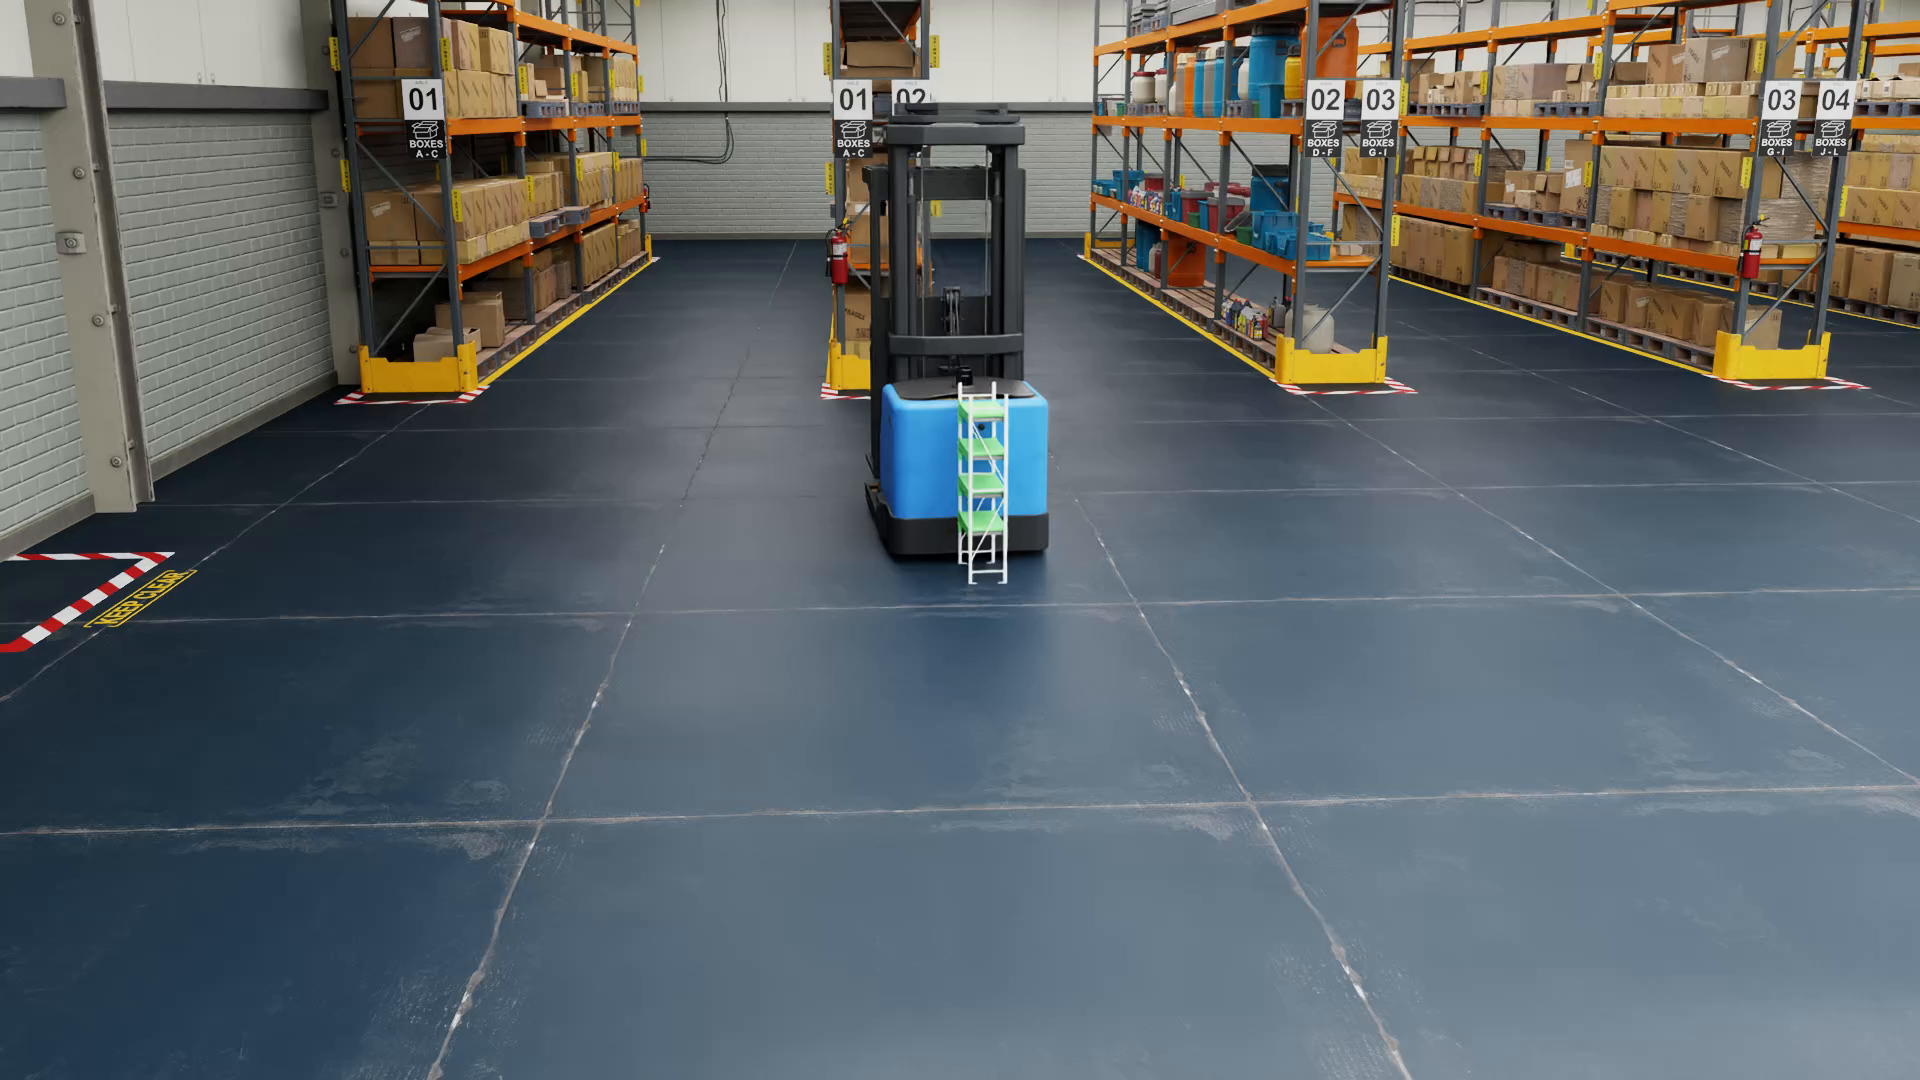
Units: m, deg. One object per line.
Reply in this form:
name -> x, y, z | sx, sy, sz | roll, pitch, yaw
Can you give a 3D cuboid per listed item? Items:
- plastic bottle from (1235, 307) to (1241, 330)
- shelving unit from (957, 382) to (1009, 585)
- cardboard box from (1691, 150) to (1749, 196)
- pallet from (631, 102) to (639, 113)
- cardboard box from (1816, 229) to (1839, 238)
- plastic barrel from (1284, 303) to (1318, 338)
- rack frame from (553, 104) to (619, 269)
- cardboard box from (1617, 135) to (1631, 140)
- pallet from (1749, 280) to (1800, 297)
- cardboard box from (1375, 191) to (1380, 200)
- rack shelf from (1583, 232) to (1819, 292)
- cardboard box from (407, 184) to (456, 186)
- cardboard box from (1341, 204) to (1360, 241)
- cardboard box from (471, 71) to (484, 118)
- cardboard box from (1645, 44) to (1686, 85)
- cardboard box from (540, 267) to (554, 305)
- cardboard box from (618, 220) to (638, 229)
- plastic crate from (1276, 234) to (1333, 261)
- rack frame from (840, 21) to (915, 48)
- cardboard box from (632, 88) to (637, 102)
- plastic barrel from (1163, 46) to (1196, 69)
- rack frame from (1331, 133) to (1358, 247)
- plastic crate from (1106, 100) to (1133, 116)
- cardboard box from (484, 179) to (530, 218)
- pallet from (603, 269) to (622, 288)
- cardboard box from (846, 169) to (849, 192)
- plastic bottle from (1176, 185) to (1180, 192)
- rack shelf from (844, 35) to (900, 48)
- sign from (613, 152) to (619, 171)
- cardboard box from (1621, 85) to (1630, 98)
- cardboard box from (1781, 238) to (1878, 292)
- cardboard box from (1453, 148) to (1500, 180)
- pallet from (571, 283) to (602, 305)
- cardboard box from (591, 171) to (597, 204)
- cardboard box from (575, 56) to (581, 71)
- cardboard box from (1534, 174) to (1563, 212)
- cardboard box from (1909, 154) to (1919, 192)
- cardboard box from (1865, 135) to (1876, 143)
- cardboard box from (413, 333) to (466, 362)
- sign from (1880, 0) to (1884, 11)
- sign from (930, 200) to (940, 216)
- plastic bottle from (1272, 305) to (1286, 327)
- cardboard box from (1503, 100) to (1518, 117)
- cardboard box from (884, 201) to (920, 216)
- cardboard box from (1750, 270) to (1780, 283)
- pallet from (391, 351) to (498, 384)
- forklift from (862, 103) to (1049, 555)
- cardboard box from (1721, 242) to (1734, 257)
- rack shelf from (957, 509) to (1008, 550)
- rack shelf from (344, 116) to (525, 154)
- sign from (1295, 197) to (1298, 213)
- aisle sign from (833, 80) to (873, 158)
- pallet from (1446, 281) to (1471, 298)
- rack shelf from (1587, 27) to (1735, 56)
plastic bottle -> 3.497, -2.788, 20.909 | 0.061, 0.283, 0.133 | 0, 14, -1
shelving unit -> 0.142, -0.364, 10.533 | 0.258, 1.200, 0.503 | -2, 15, -7
cardboard box -> 8.754, -4.201, 19.032 | 0.500, 0.500, 0.500 | -1, 14, -3
pallet -> -6.694, -8.243, 31.701 | 1.003, 0.211, 1.213 | -1, 14, -3
cardboard box -> 18.112, -6.200, 33.901 | 0.875, 0.438, 0.875 | -1, 14, -5
plastic barrel -> 3.980, -2.477, 19.283 | 0.421, 0.512, 0.421 | 0, 14, 0
rack frame -> -6.503, -6.023, 28.914 | 1.000, 3.000, 0.127 | -1, 14, -3
cardboard box -> 12.883, -7.477, 31.764 | 0.500, 0.500, 0.500 | -1, 14, -5
pallet -> 13.486, -4.152, 27.242 | 1.003, 0.211, 1.213 | -1, 14, -3
cardboard box -> 7.935, -6.393, 30.857 | 0.380, 0.149, 0.250 | -1, 14, -2
rack shelf -> 8.948, -3.417, 20.229 | 1.077, 0.370, 4.000 | -1, 14, -3
cardboard box -> -6.090, -3.831, 19.153 | 0.500, 0.500, 0.500 | -1, 14, -3
cardboard box -> 8.200, -6.263, 33.270 | 0.875, 0.875, 0.875 | -1, 14, -3
cardboard box -> -5.565, -4.899, 18.287 | 0.500, 0.500, 0.500 | 0, 14, -1
cardboard box -> 9.107, -6.042, 21.167 | 0.500, 0.500, 0.500 | -1, 14, -5
cardboard box -> -6.184, -3.599, 23.628 | 0.700, 0.500, 0.500 | -1, 14, -4
cardboard box -> -6.401, -6.059, 31.928 | 0.380, 0.149, 0.250 | 0, 14, -2
plastic crate -> 3.799, -3.239, 18.393 | 0.499, 0.251, 0.616 | -1, 14, -3
rack frame -> -1.063, -7.016, 20.734 | 1.000, 3.000, 0.127 | -1, 14, -3
cardboard box -> -6.441, -8.471, 31.668 | 0.500, 0.250, 0.500 | 0, 14, -2
plastic barrel -> 3.643, -7.652, 27.379 | 0.600, 0.901, 0.708 | -1, 14, -3
rack frame -> 8.081, -7.247, 33.672 | 1.000, 3.000, 0.127 | -1, 14, -3
plastic crate -> 2.966, -8.010, 30.855 | 0.437, 0.282, 0.530 | -1, 14, -3
cardboard box -> -6.005, -4.421, 21.608 | 0.700, 0.500, 0.500 | -1, 14, -3
pallet -> -6.380, -4.481, 28.520 | 1.003, 0.211, 1.213 | -1, 14, -3
cardboard box -> -1.463, -5.512, 25.885 | 0.700, 0.500, 0.500 | -6, 16, -22
plastic bottle -> 3.769, -5.928, 28.645 | 0.144, 0.351, 0.185 | -1, 14, -3
rack shelf -> -1.435, -7.966, 26.673 | 1.077, 0.370, 4.000 | -1, 14, -3
sign -> -5.962, -6.556, 28.821 | 0.100, 0.325, 0.005 | -1, 14, -3
cardboard box -> 8.621, -5.685, 21.082 | 0.380, 0.149, 0.250 | -2, 15, -6
cardboard box -> 13.481, -4.270, 25.773 | 1.050, 0.750, 0.750 | -1, 14, -4
cardboard box -> 8.510, -6.136, 27.139 | 0.797, 0.503, 0.637 | -1, 14, -2
pallet -> -6.229, -3.874, 26.161 | 1.003, 0.211, 1.213 | -1, 14, -3
cardboard box -> -6.083, -5.608, 26.467 | 0.500, 0.500, 0.500 | -1, 14, -4
cardboard box -> -6.579, -7.879, 27.521 | 0.500, 0.250, 0.500 | 0, 14, 1
cardboard box -> 8.625, -4.945, 23.677 | 0.797, 0.503, 0.637 | 1, 14, 2
cardboard box -> 13.710, -5.098, 23.112 | 0.700, 0.500, 0.500 | -1, 14, -4
cardboard box -> 17.771, -7.768, 32.187 | 0.380, 0.149, 0.250 | -1, 14, -5
cardboard box -> -5.713, -2.122, 18.269 | 0.500, 0.311, 0.500 | -3, 15, -10
sign -> 18.514, -10.801, 33.411 | 0.100, 0.325, 0.005 | -1, 14, -3
sign -> -0.261, -3.580, 17.525 | 0.100, 0.325, 0.005 | -1, 14, -3
plastic bottle -> 4.074, -2.868, 21.236 | 0.152, 0.276, 0.135 | -1, 14, -3
cardboard box -> 8.383, -6.389, 24.618 | 0.500, 0.250, 0.500 | -1, 14, -2
cardboard box -> -0.625, -3.579, 17.914 | 0.380, 0.149, 0.250 | -1, 14, -4
cardboard box -> 13.231, -4.461, 27.018 | 0.500, 0.500, 0.500 | -1, 14, -4
pallet -> -5.779, -1.909, 18.523 | 1.003, 0.211, 1.213 | -1, 14, -3
forklift -> -0.119, -1.641, 12.022 | 1.130, 2.935, 3.031 | -2, 15, -7
cardboard box -> 8.833, -3.276, 18.742 | 0.380, 0.149, 0.250 | -1, 14, -3
rack shelf -> 0.142, -0.070, 10.608 | 0.258, 0.148, 0.480 | -2, 15, -7
rack shelf -> -5.883, -4.640, 18.964 | 1.077, 0.370, 4.000 | -1, 14, -3
sign -> 4.430, -4.326, 21.763 | 0.100, 0.325, 0.005 | -1, 14, -3
aisle sign -> -1.105, -4.354, 17.210 | 0.394, 0.787, 0.004 | -1, 14, -3
pallet -> 8.603, -4.104, 27.053 | 1.003, 0.211, 1.213 | -1, 14, -3
rack shelf -> 13.161, -9.356, 31.281 | 1.077, 0.370, 4.000 | -1, 14, -3
